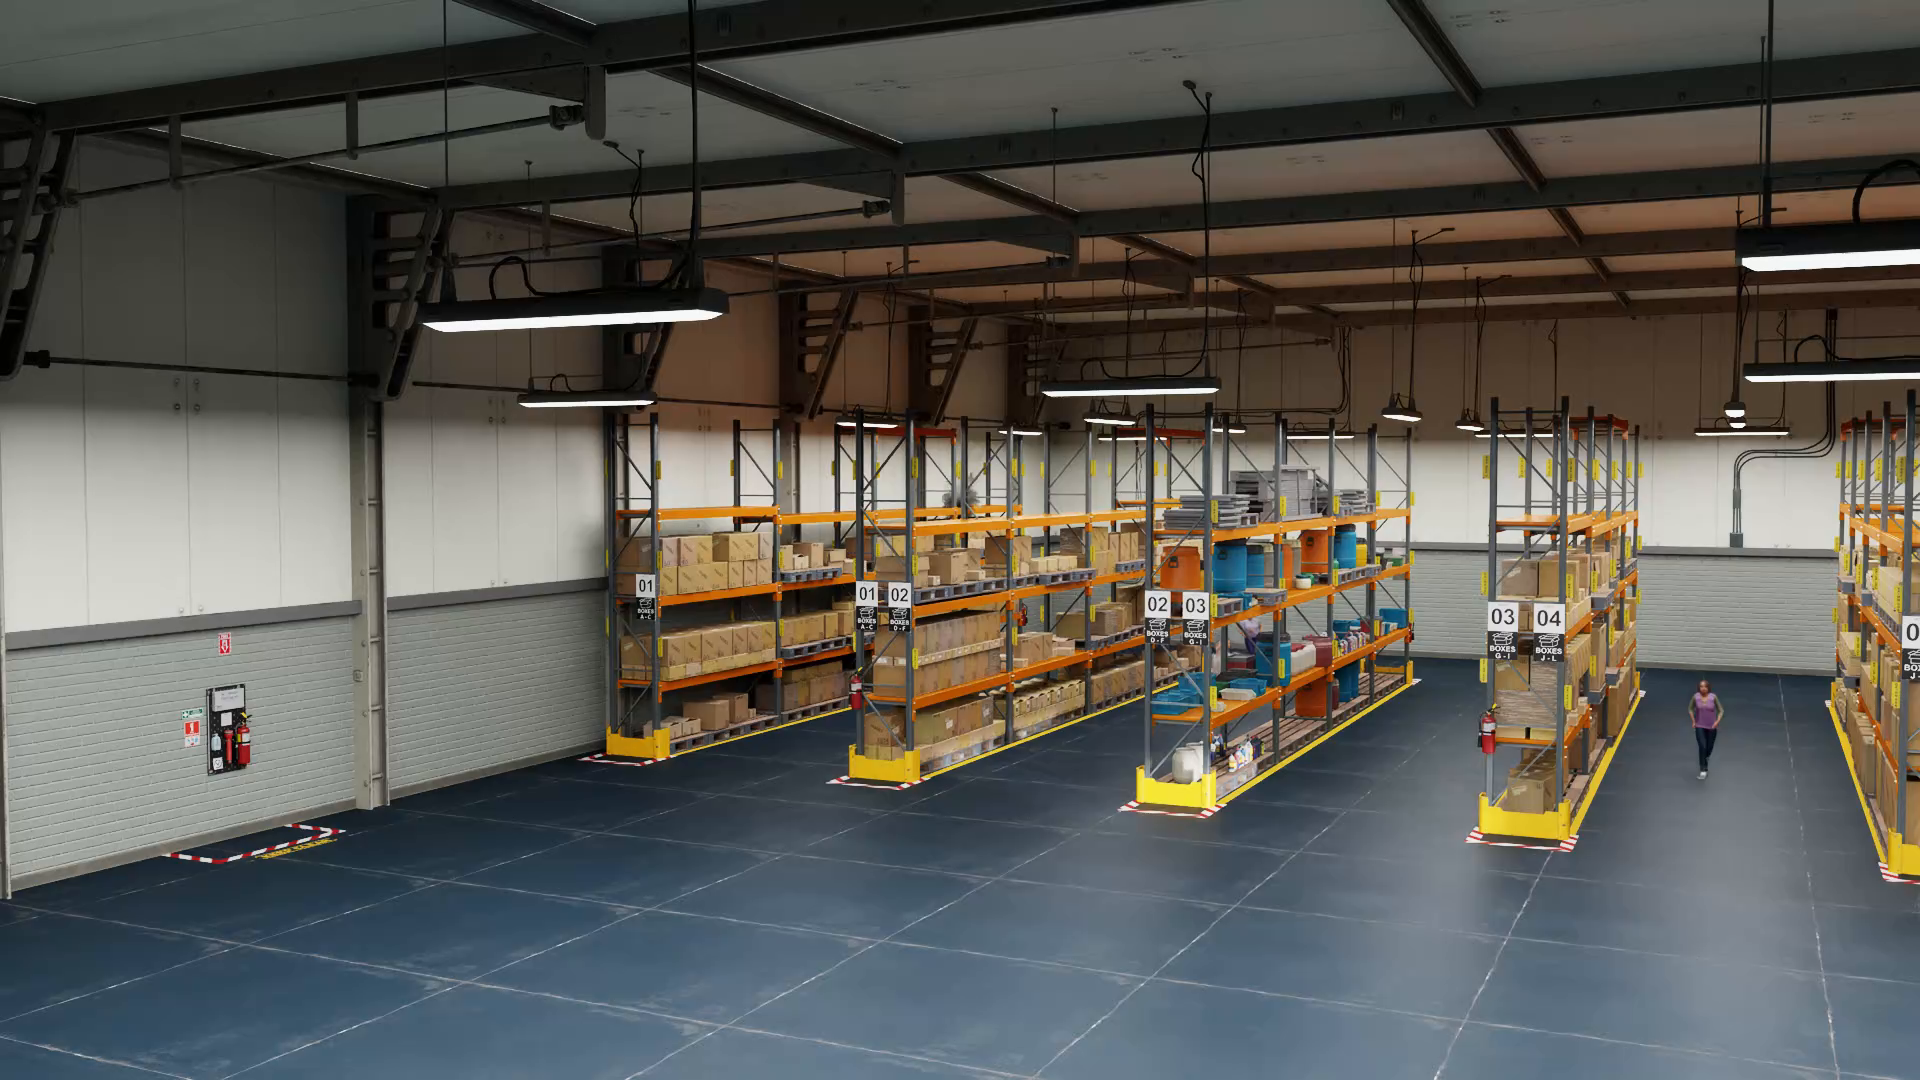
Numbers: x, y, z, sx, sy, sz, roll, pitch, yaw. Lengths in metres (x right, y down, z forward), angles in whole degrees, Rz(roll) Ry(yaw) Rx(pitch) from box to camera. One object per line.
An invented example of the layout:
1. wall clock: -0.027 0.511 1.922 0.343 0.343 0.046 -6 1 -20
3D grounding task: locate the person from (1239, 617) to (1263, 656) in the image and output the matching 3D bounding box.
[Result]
1. person: 7.184 2.492 40.662 0.741 1.632 0.761 0 2 5

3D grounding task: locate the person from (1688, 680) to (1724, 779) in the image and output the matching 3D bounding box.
1. person: 12.187 3.074 27.190 0.539 1.599 0.700 1 3 23

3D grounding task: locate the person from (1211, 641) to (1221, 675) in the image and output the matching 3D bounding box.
1. person: 5.085 2.807 32.703 0.575 1.634 0.793 1 3 25
